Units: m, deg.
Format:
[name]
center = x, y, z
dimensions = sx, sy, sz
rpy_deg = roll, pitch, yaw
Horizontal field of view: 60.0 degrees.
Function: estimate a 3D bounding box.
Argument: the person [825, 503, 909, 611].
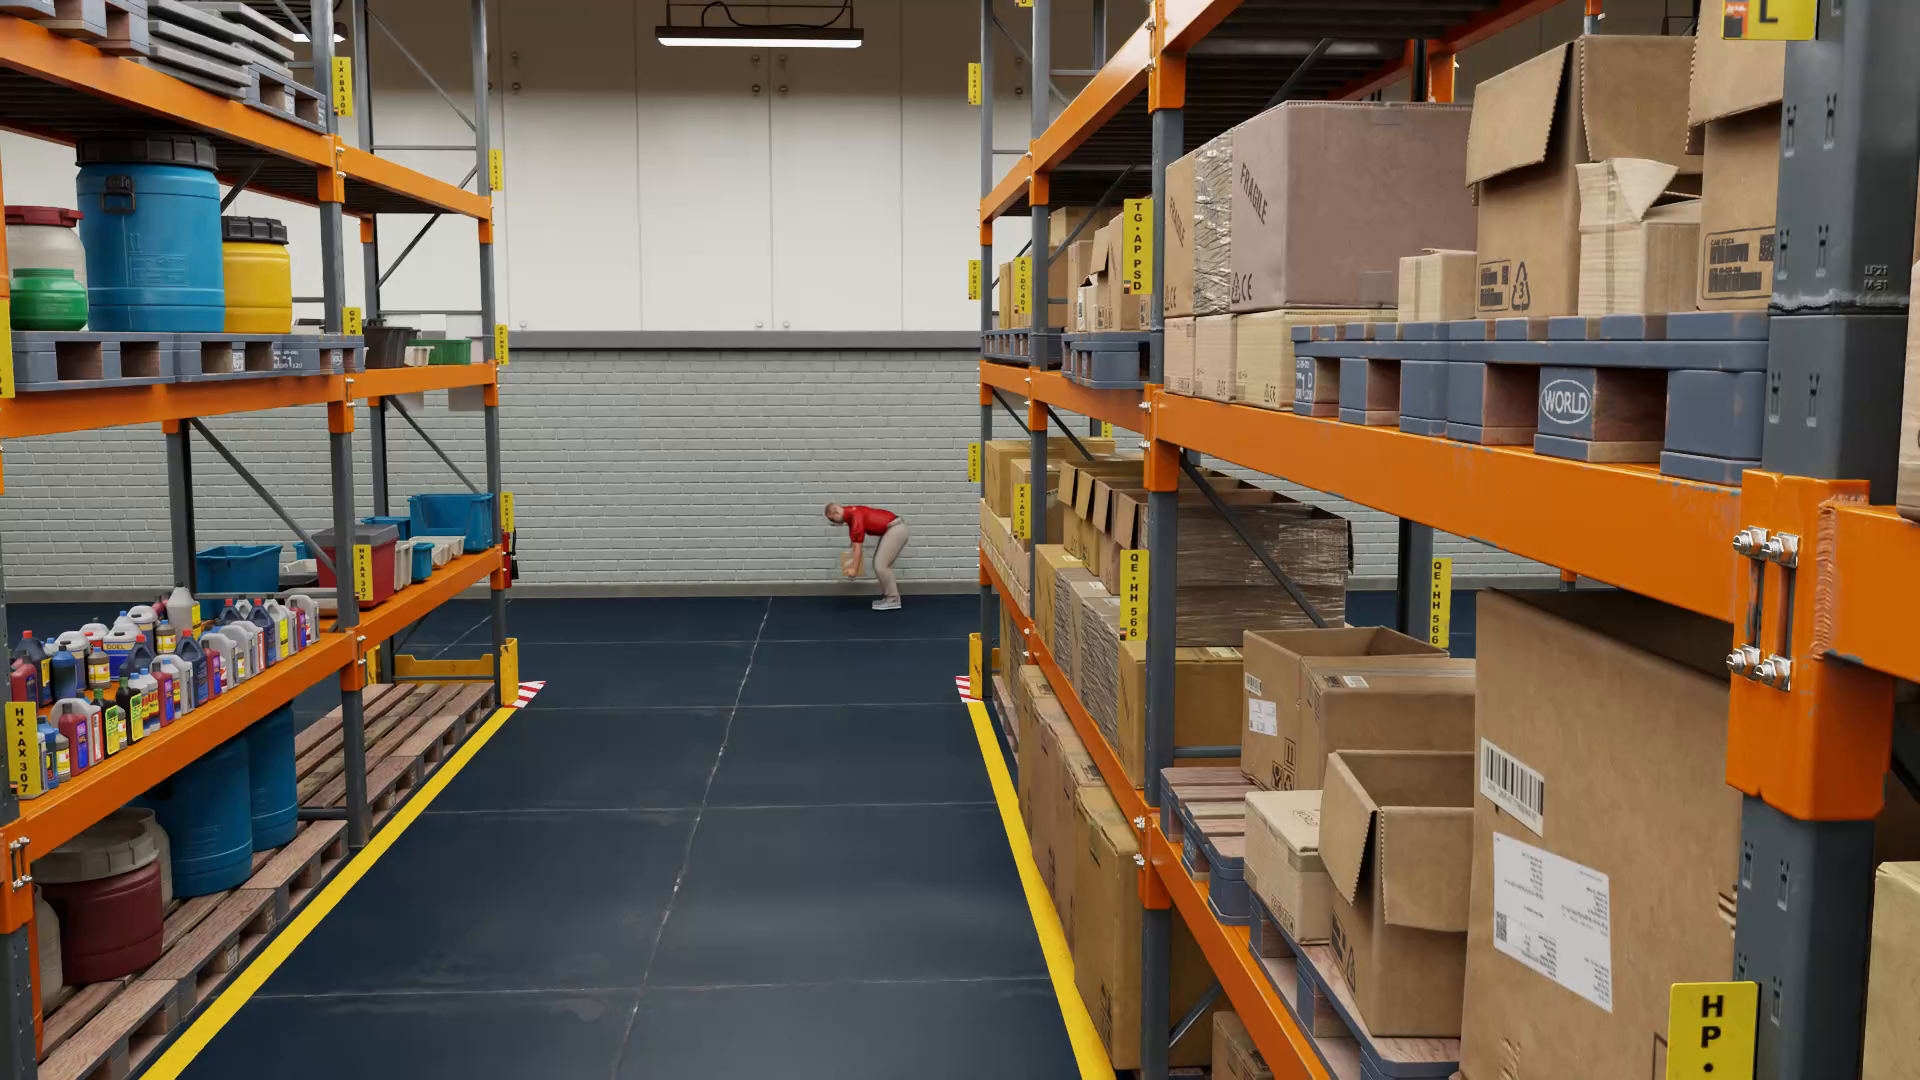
[person]
center = -1.039, 0.174, 18.611
dimensions = 0.940, 1.198, 0.487
rpy_deg = -1, 7, -5
